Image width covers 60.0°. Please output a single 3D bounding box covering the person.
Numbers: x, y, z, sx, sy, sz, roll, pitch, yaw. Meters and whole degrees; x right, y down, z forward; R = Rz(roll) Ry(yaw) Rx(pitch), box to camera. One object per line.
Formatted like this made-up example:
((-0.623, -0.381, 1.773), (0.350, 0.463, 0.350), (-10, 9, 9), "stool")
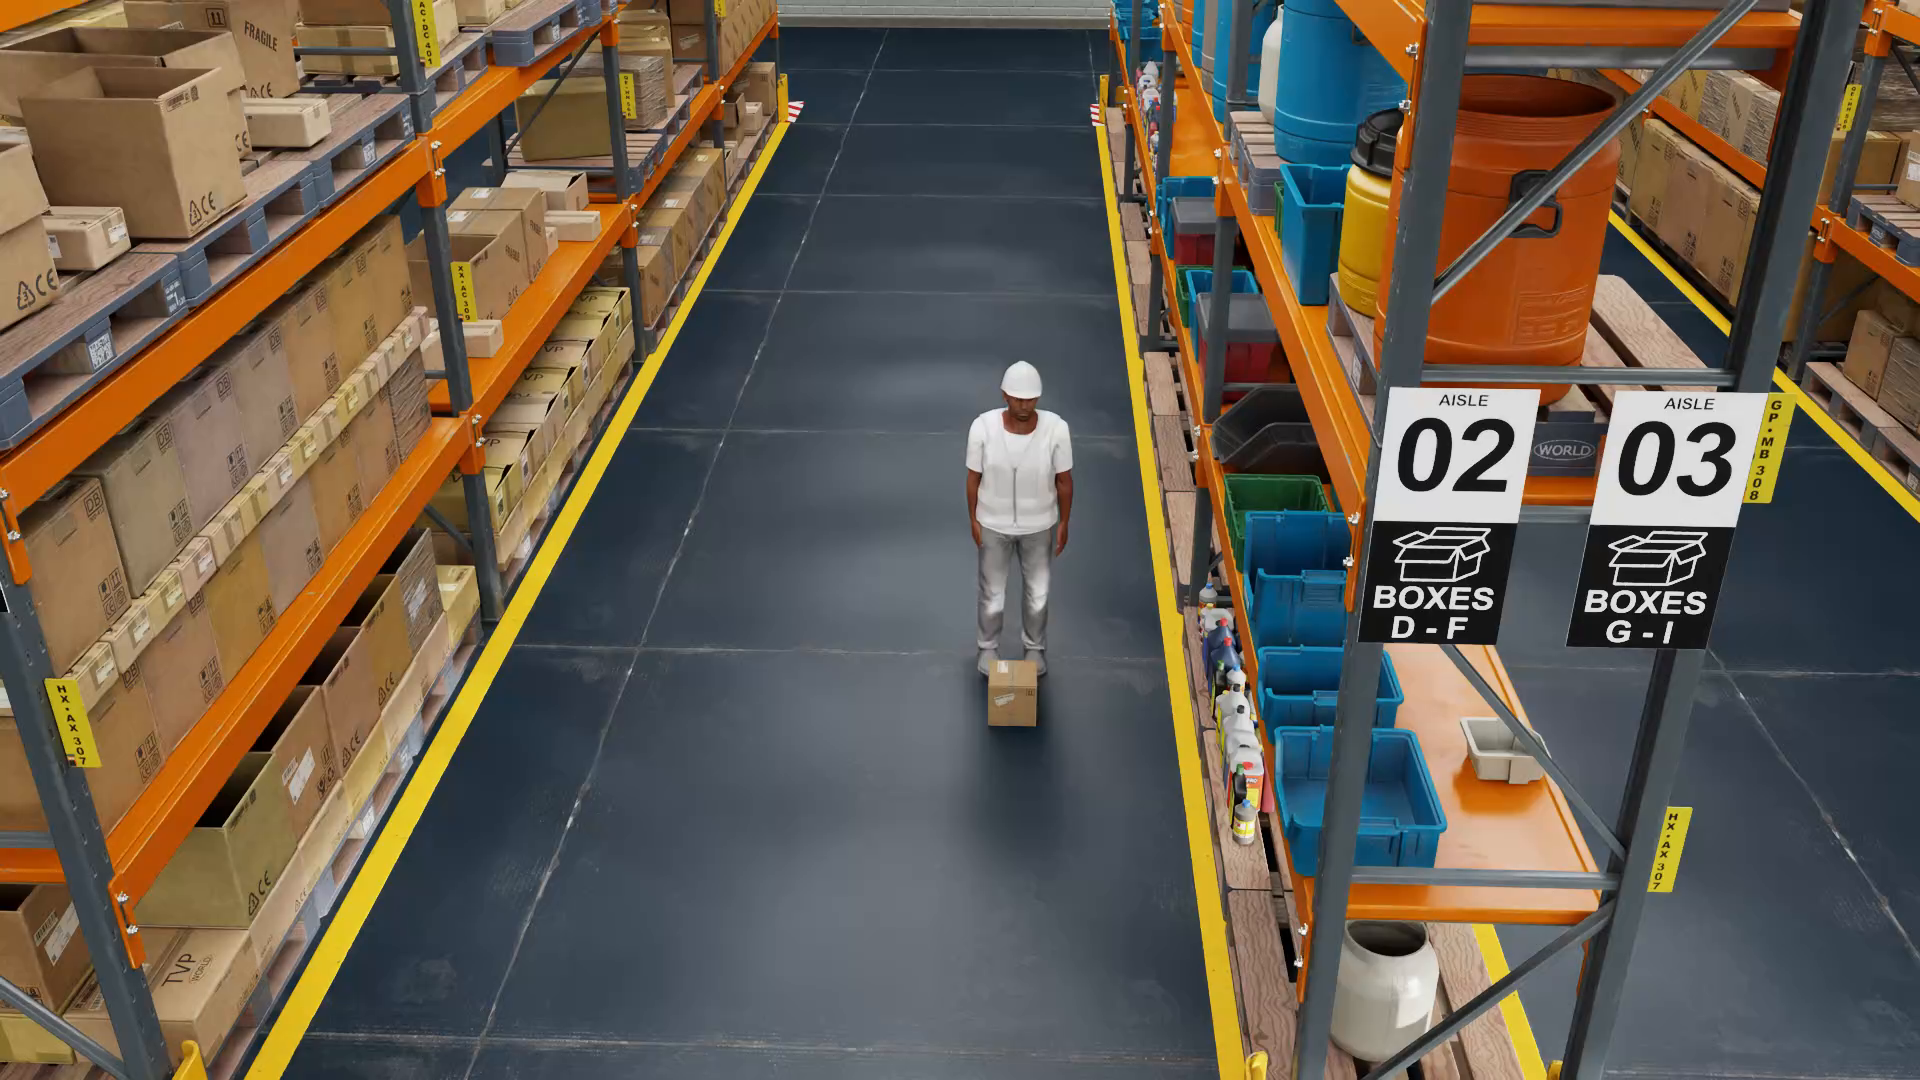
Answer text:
((0.310, -0.099, 8.787), (0.562, 1.760, 0.359), (2, 28, 3), "person")
